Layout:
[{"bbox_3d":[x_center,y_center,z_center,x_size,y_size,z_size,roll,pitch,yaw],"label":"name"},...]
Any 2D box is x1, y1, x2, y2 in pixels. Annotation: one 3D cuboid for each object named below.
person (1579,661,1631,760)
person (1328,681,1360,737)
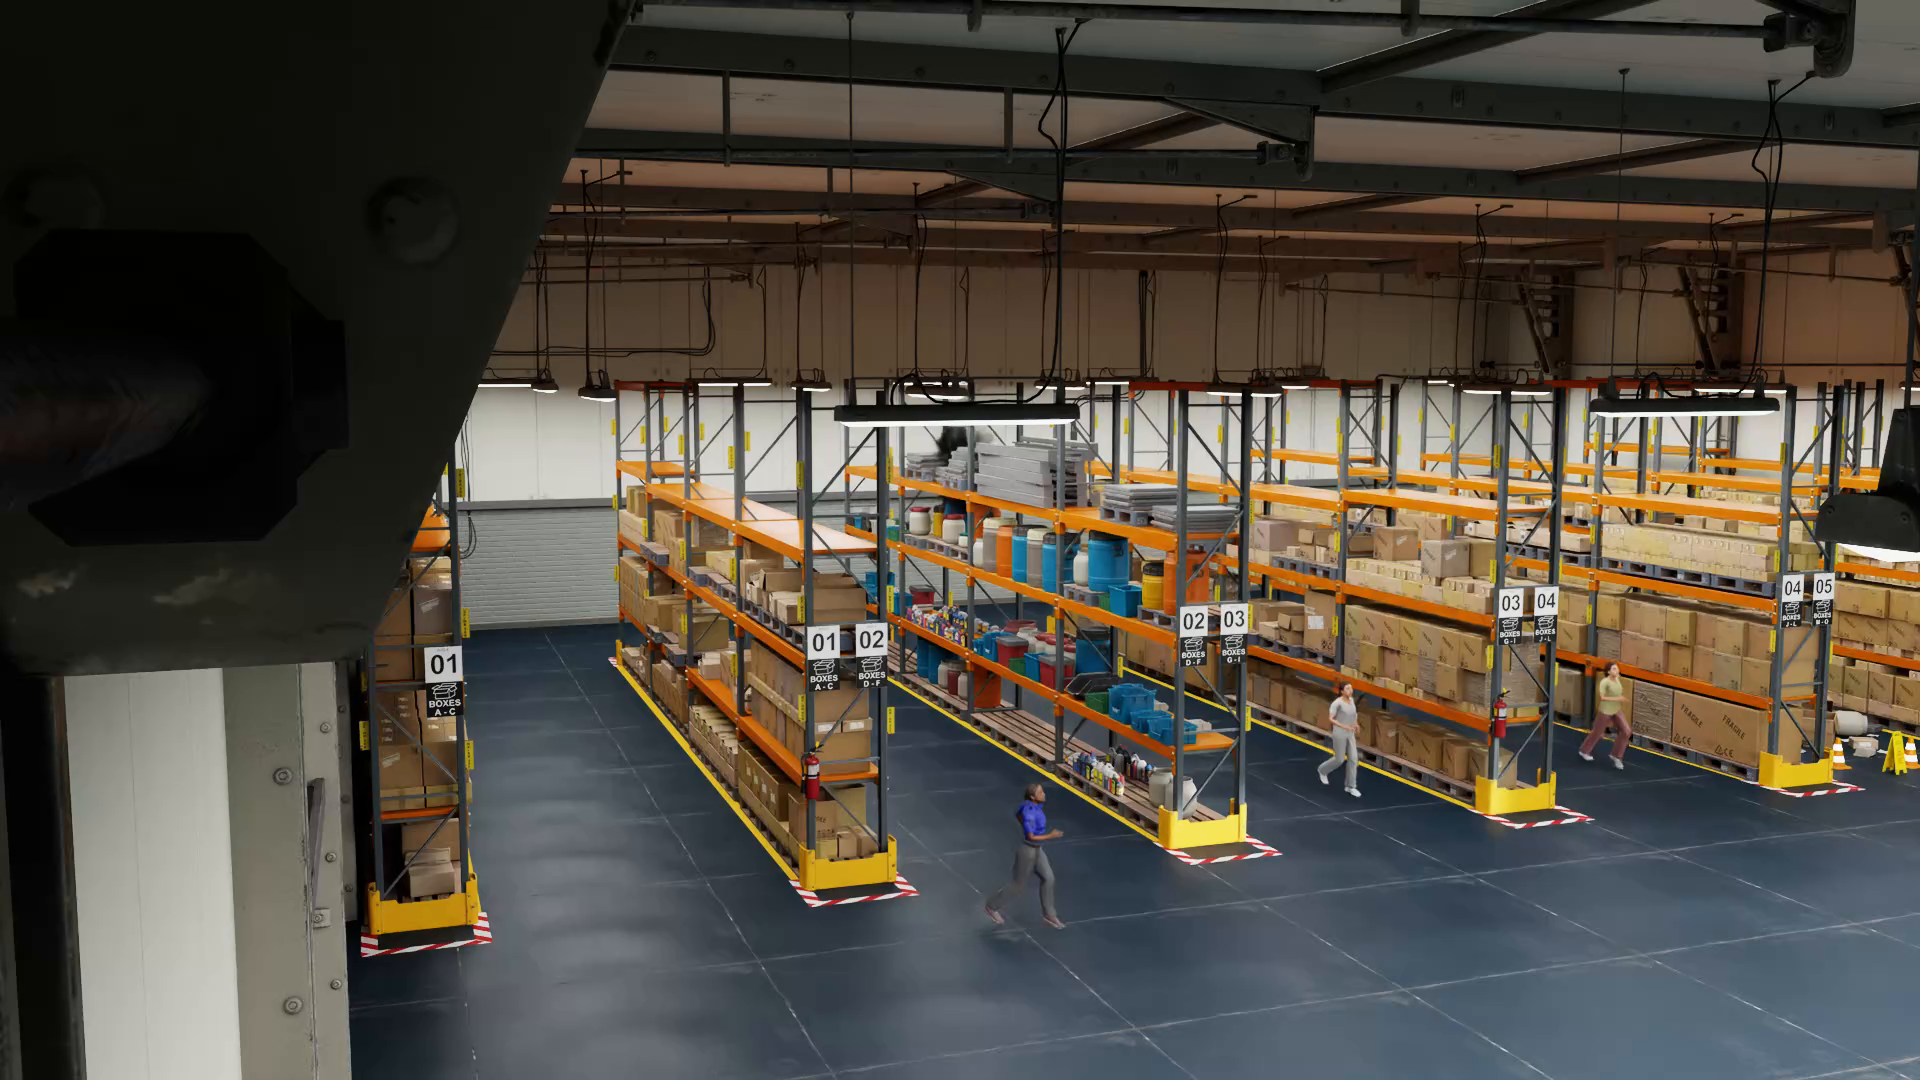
[{"bbox_3d":[10.203,2.658,26.180,0.581,1.536,0.835,-3,7,-27],"label":"person"},{"bbox_3d":[5.718,2.489,24.531,0.589,0.826,0.457,-4,7,-31],"label":"person"}]
